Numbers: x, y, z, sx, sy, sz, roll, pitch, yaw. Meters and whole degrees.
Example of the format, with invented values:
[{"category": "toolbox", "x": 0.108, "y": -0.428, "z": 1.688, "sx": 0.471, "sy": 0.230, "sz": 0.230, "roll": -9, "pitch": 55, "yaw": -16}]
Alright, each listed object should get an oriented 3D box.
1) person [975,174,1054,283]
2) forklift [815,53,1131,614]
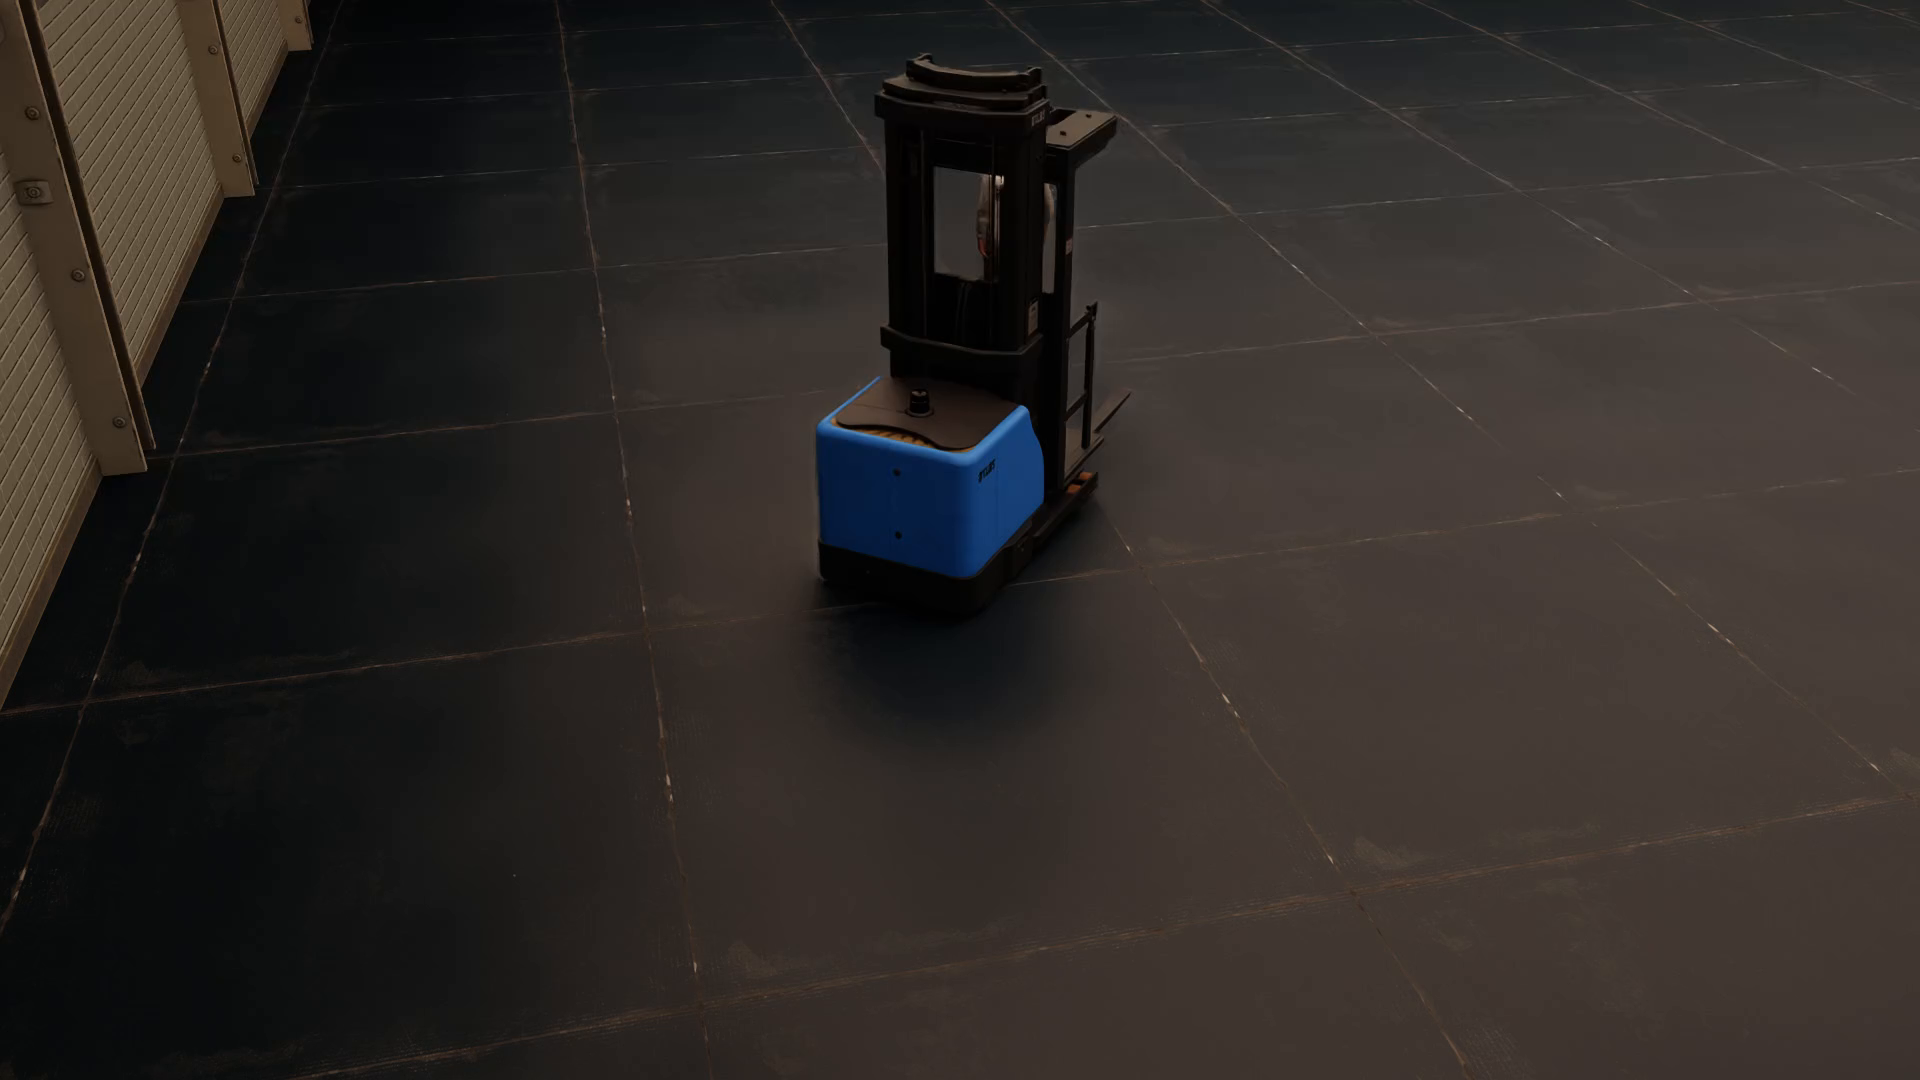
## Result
[{"category": "person", "x": 0.400, "y": -2.376, "z": 12.860, "sx": 0.606, "sy": 1.792, "sz": 0.497, "roll": -8, "pitch": 31, "yaw": -13}, {"category": "forklift", "x": 0.258, "y": -1.553, "z": 10.258, "sx": 1.130, "sy": 2.935, "sz": 3.031, "roll": 14, "pitch": 33, "yaw": 22}]
